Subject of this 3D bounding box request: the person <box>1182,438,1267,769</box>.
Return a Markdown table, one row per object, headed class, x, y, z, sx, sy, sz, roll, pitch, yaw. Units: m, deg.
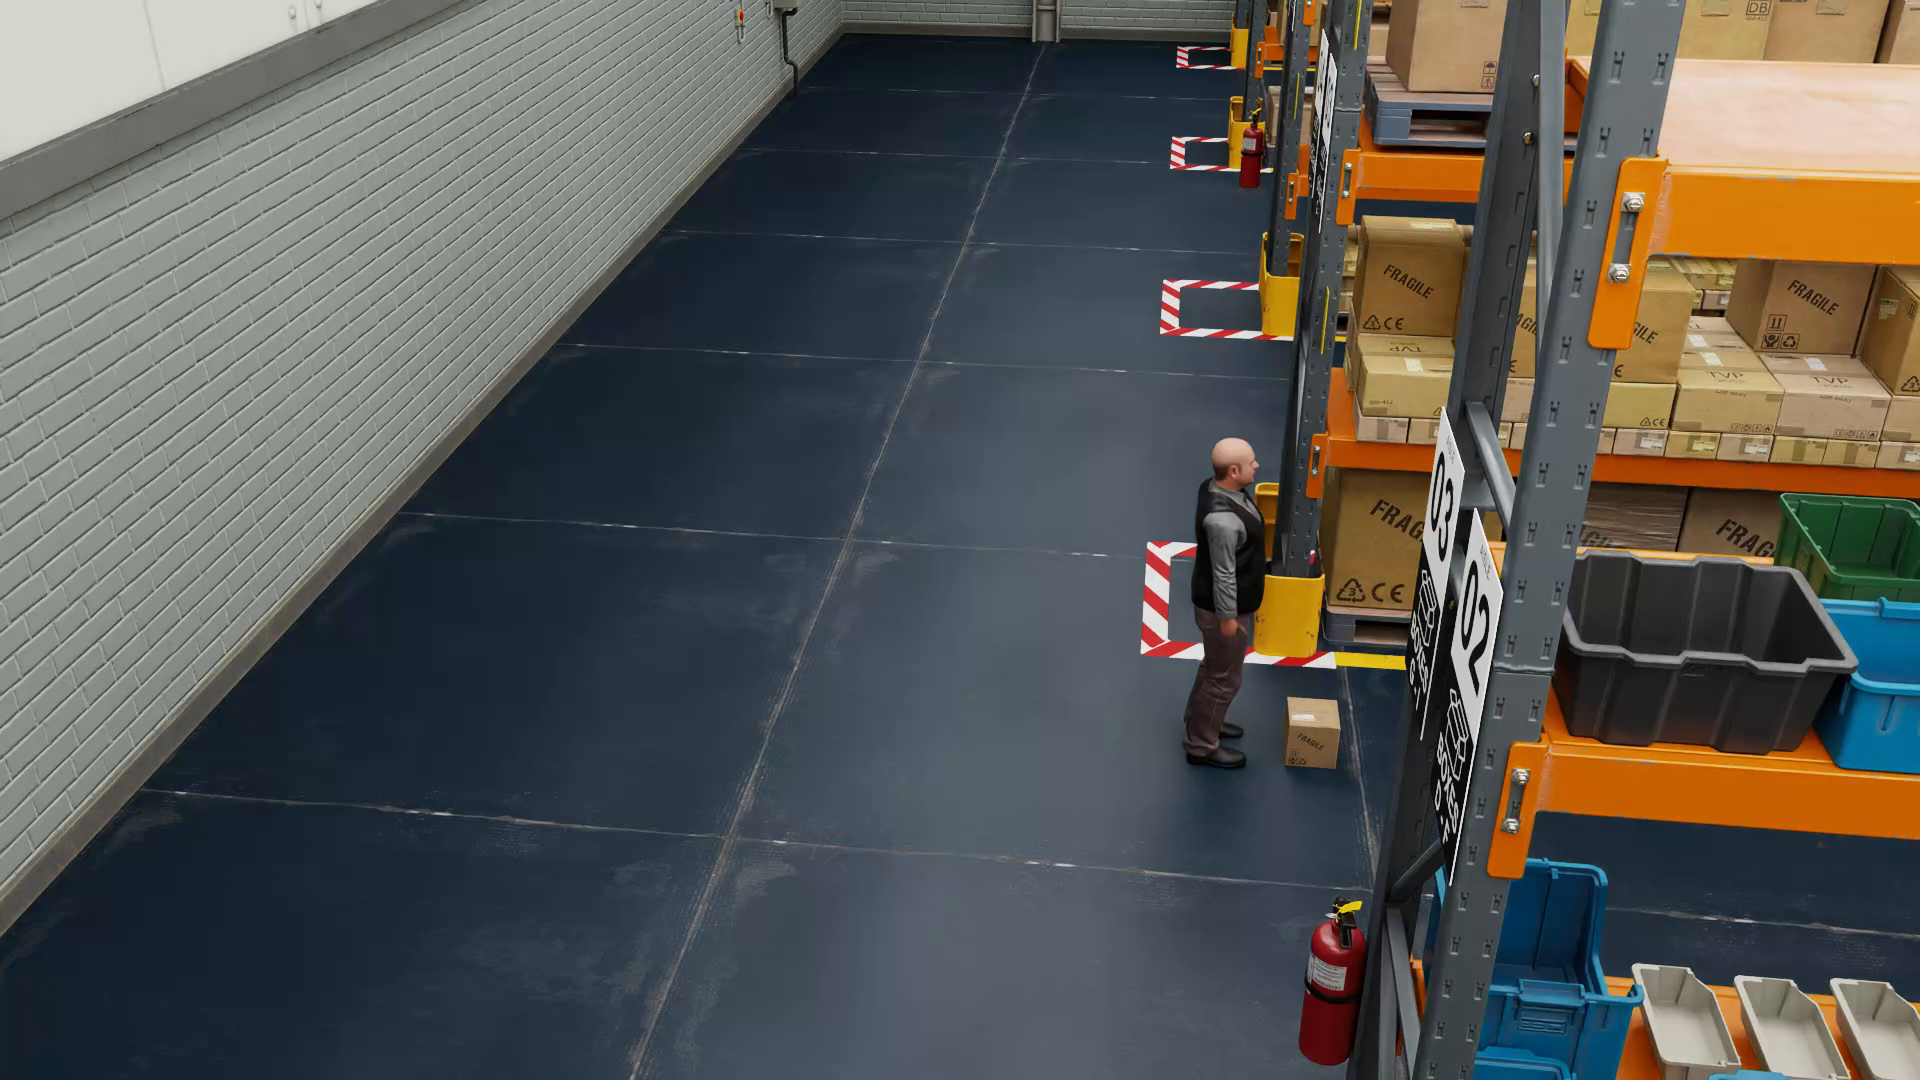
| class | x | y | z | sx | sy | sz | roll | pitch | yaw |
| --- | --- | --- | --- | --- | --- | --- | --- | --- | --- |
| person | 1.298 | 0.301 | 8.110 | 0.357 | 1.732 | 0.532 | 4 | 28 | 7 |
